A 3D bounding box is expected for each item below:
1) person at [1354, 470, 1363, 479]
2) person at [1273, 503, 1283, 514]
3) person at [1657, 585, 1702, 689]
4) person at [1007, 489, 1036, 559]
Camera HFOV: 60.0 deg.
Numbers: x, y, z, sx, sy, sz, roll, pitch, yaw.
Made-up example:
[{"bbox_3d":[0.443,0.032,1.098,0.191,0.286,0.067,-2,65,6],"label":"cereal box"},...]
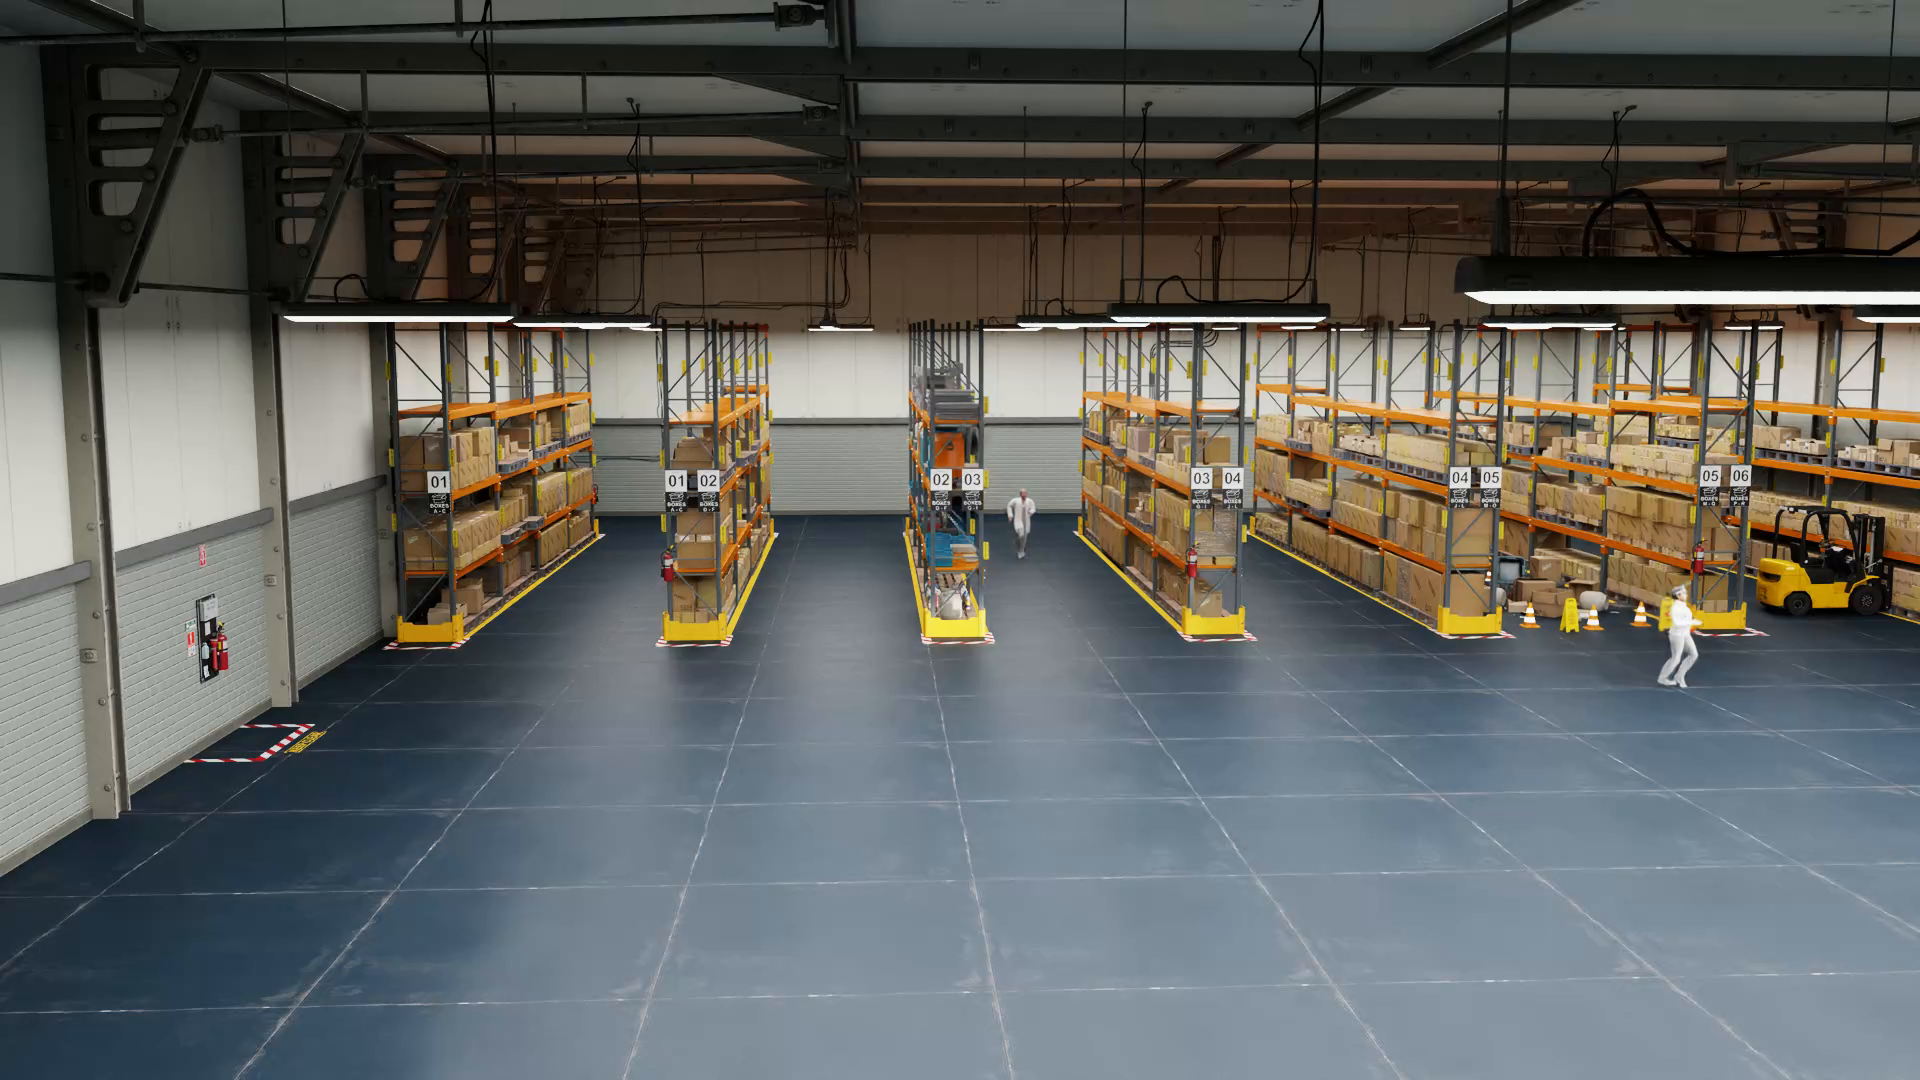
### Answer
[{"bbox_3d":[11.711,-1.226,49.161,0.667,1.771,0.627,0,7,-3],"label":"person"},{"bbox_3d":[9.495,-1.199,49.237,0.713,1.731,0.599,-7,10,-44],"label":"person"},{"bbox_3d":[11.683,1.575,26.918,0.651,1.723,0.593,6,9,39],"label":"person"},{"bbox_3d":[1.601,-0.413,42.626,0.667,1.820,0.889,-2,7,-16],"label":"person"}]
